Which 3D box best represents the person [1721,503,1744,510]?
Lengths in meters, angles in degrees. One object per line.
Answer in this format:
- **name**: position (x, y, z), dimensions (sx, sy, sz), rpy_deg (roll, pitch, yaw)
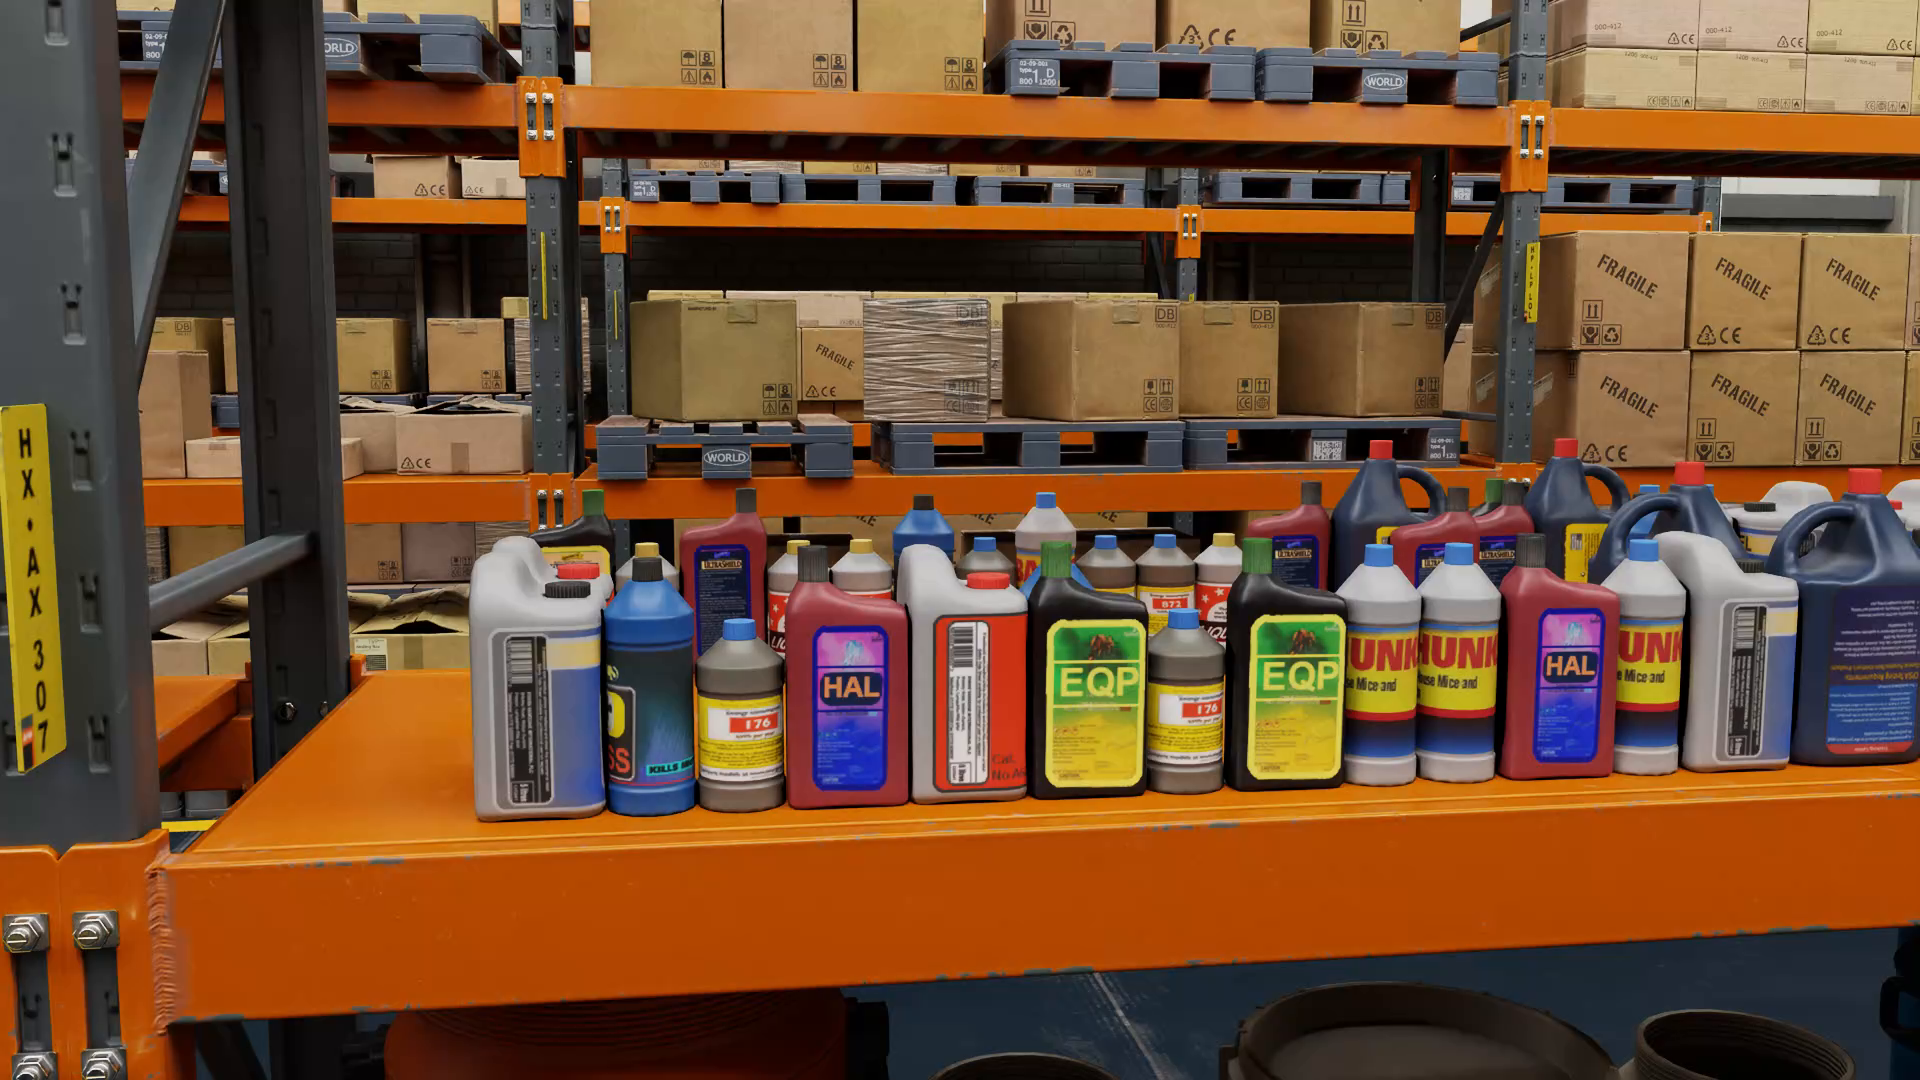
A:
- **person**: position (4.609, -0.152, 9.659), dimensions (0.513, 1.855, 0.576), rpy_deg (0, 6, -4)
